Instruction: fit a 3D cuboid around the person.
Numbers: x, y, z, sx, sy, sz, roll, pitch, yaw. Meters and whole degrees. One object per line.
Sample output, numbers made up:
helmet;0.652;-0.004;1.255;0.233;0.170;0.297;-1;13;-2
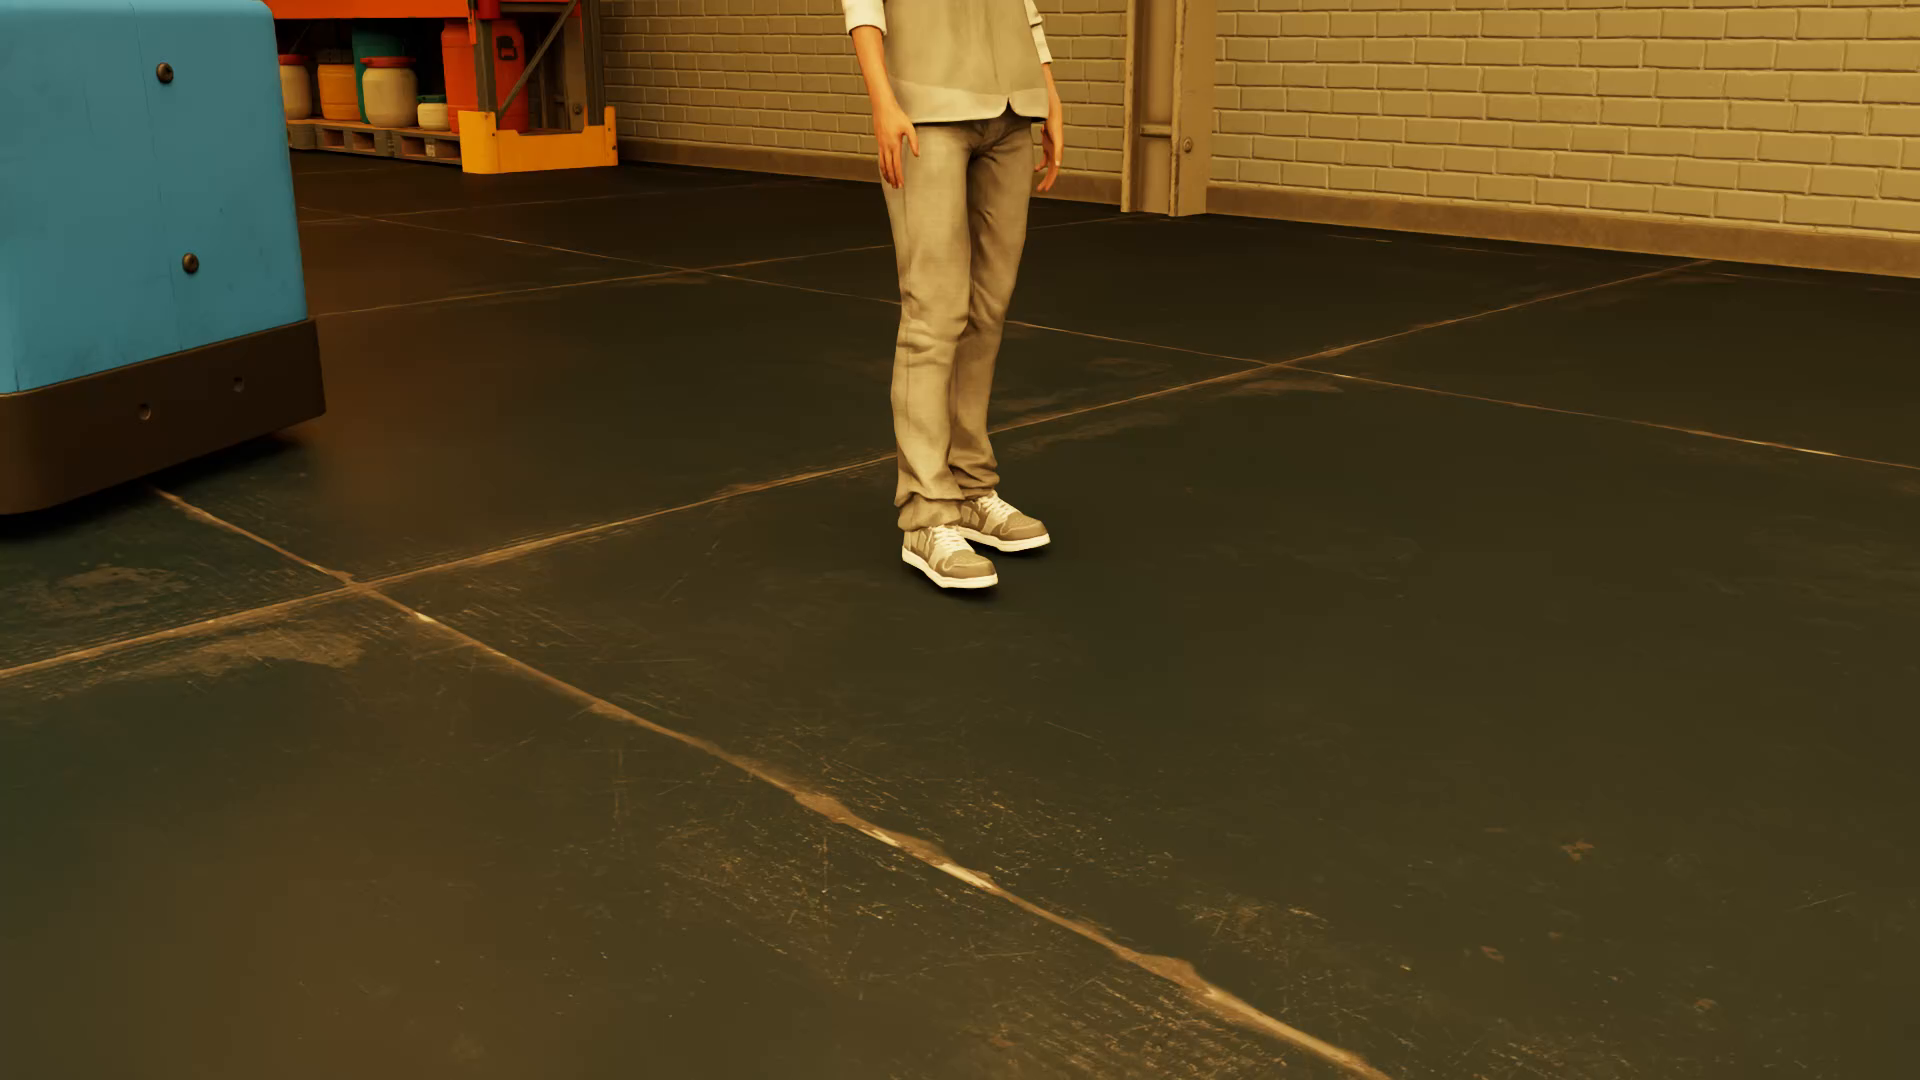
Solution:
person;0.043;-0.752;3.097;0.473;1.599;0.520;16;23;42

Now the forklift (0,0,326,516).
forklift;-3.172;-1.642;3.747;3.031;2.935;1.130;5;18;15
